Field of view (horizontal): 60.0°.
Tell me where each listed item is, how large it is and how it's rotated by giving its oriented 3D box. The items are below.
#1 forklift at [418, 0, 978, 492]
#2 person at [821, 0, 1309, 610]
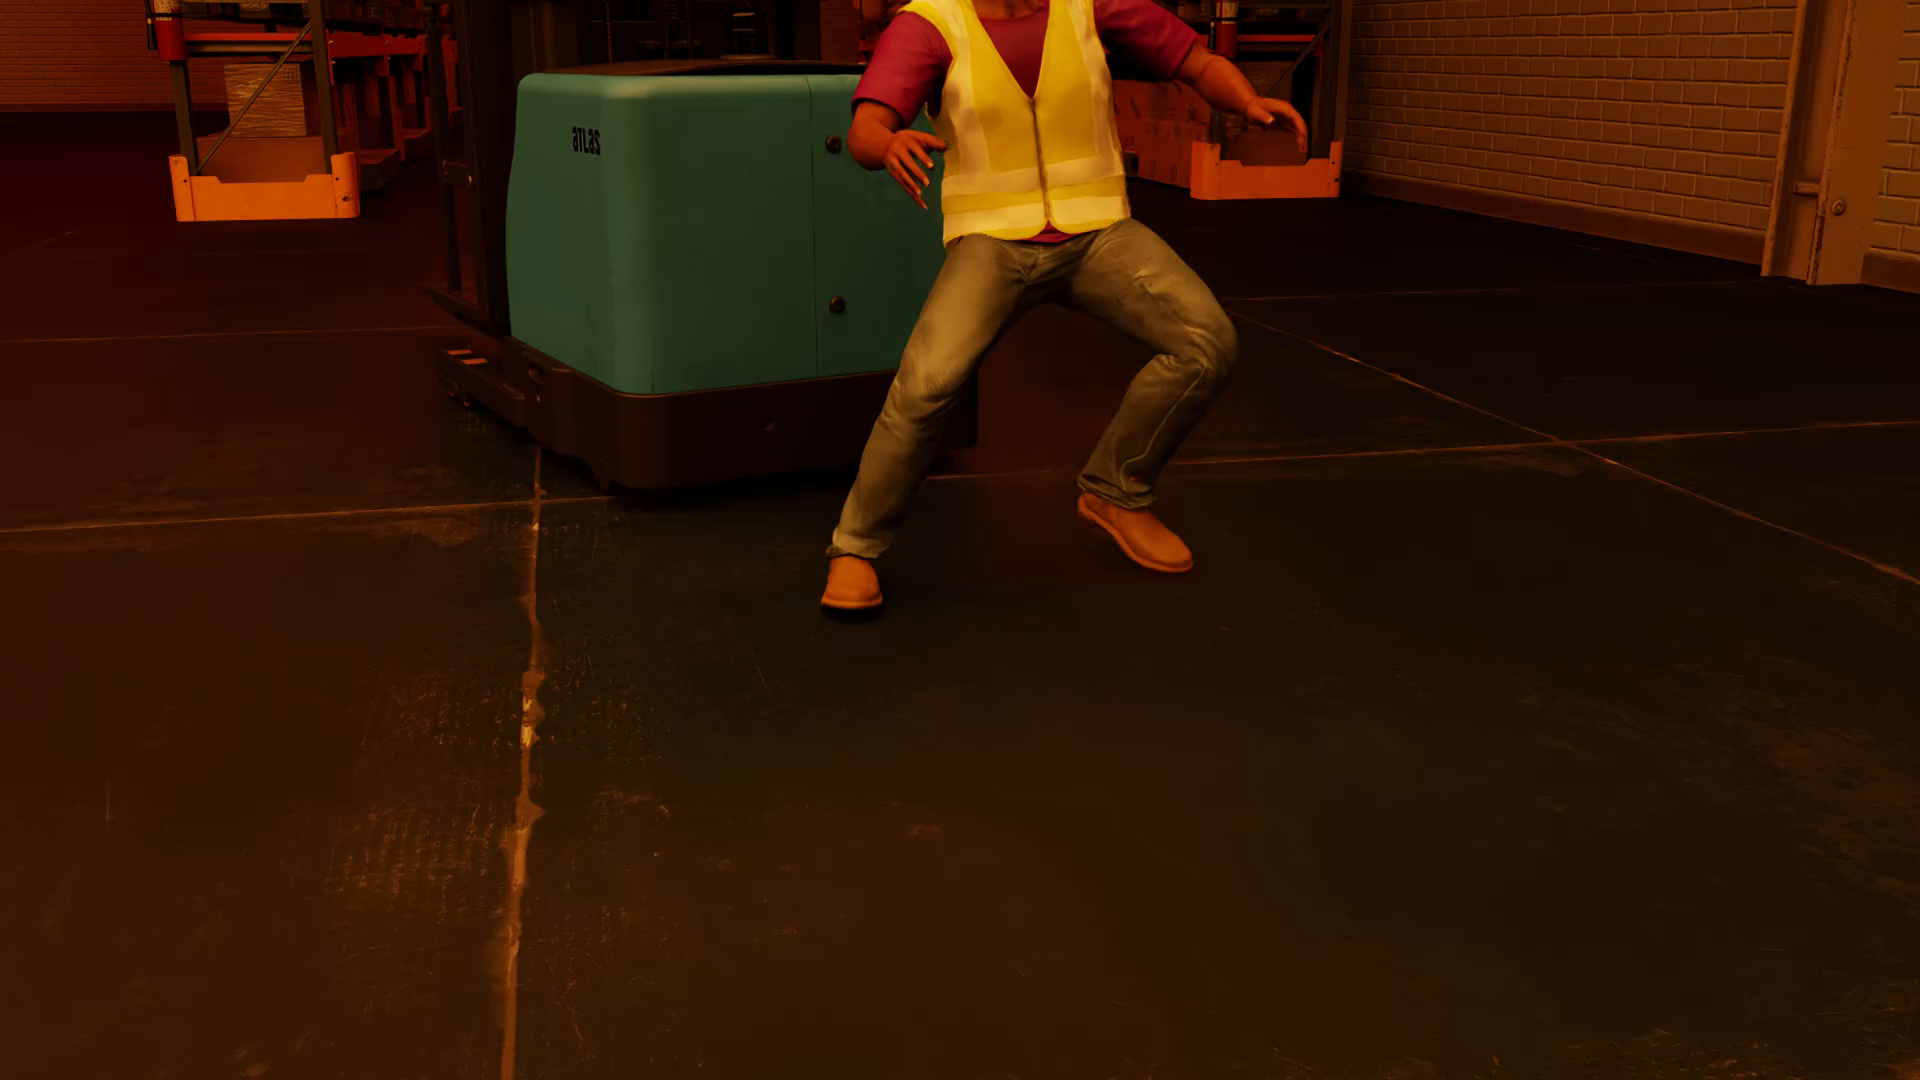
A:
[{"bbox_3d":[-1.127,-1.899,5.264,1.130,2.935,3.031,-9,19,-29],"label":"forklift"},{"bbox_3d":[0.185,-0.651,3.473,0.999,1.564,0.782,-2,17,-7],"label":"person"}]
